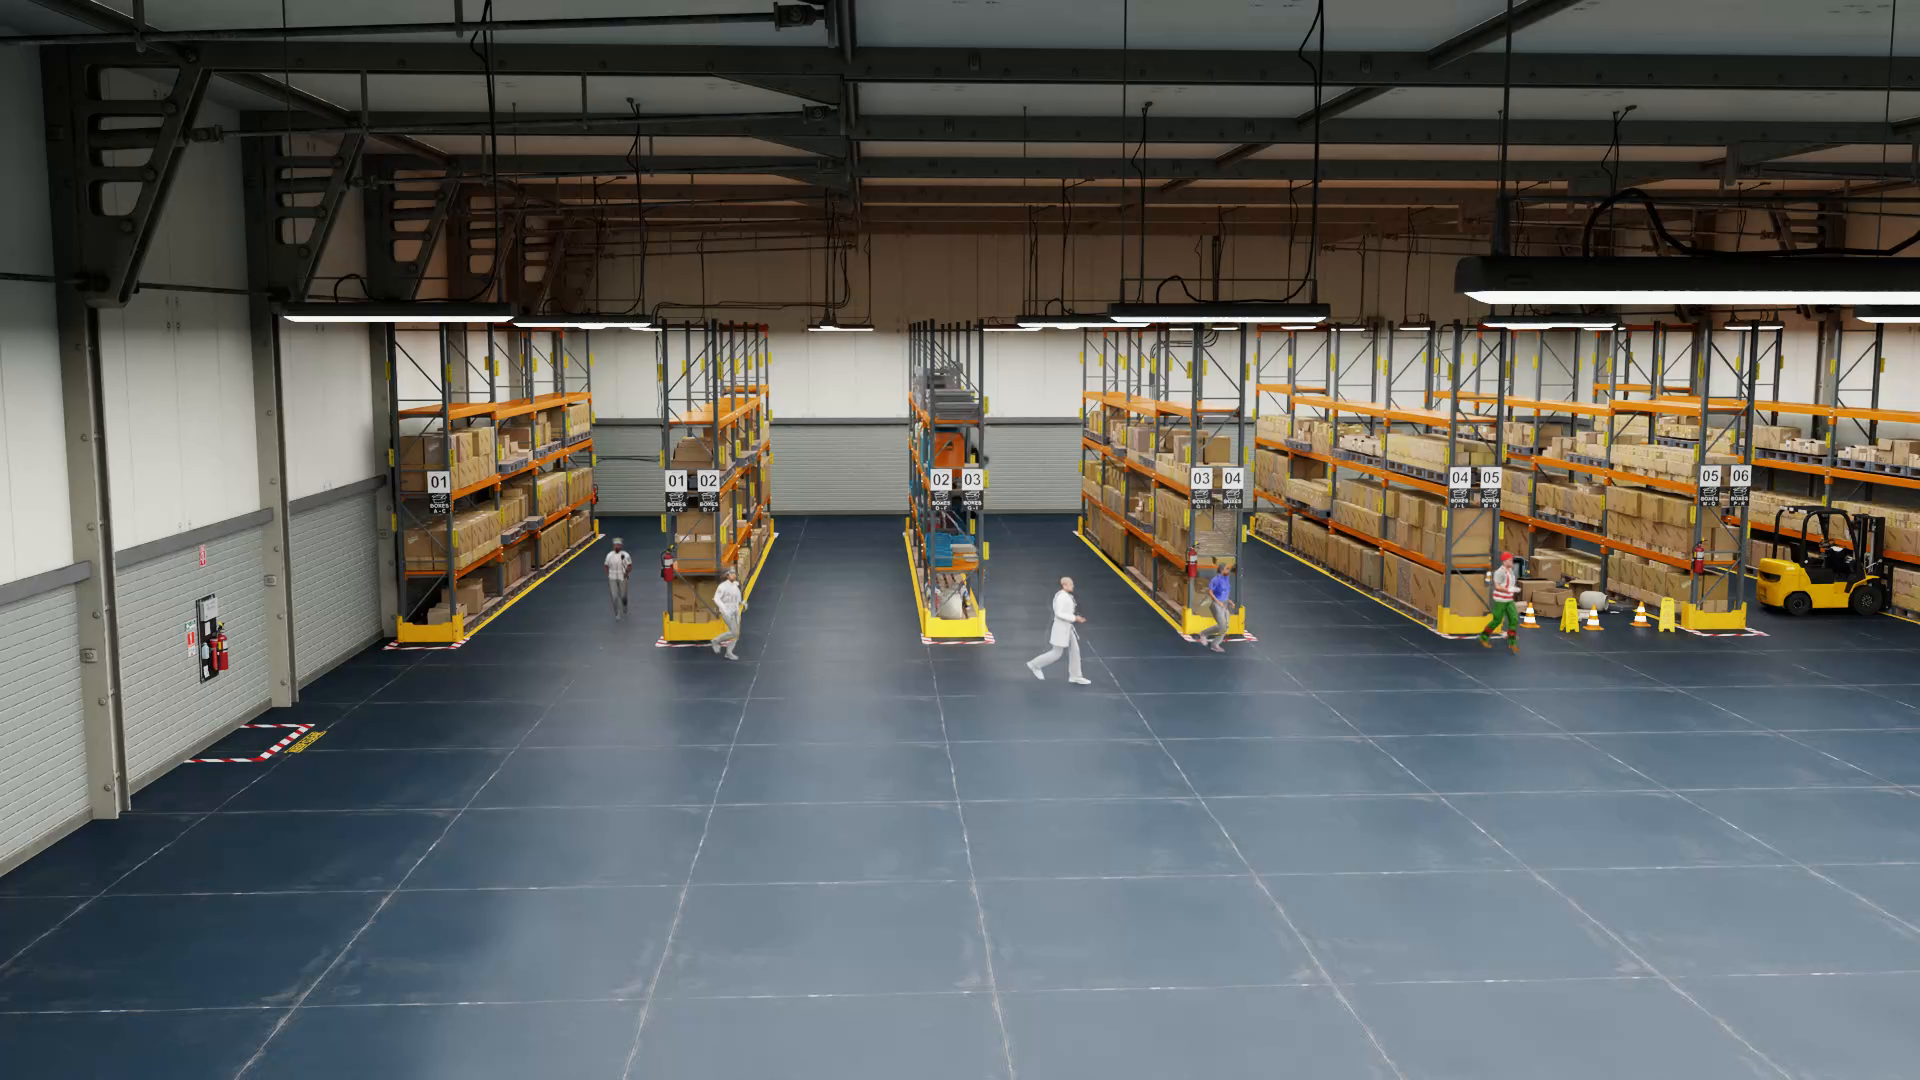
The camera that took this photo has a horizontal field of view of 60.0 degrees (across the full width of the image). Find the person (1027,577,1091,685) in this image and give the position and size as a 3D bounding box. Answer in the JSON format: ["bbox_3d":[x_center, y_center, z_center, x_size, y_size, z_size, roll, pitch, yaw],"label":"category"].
[{"bbox_3d":[1.632,1.480,27.231,1.044,1.770,0.690,2,7,18],"label":"person"}]

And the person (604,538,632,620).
[{"bbox_3d":[-6.892,0.771,33.495,0.574,1.649,0.546,-1,7,-5],"label":"person"}]

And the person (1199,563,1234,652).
[{"bbox_3d":[4.695,1.209,30.301,0.528,1.610,0.599,5,9,38],"label":"person"}]

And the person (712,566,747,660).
[{"bbox_3d":[-4.067,1.276,29.458,0.588,1.660,0.610,4,8,31],"label":"person"}]

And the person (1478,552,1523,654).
[{"bbox_3d":[9.807,1.131,30.058,0.681,1.847,0.806,-6,9,-41],"label":"person"}]
